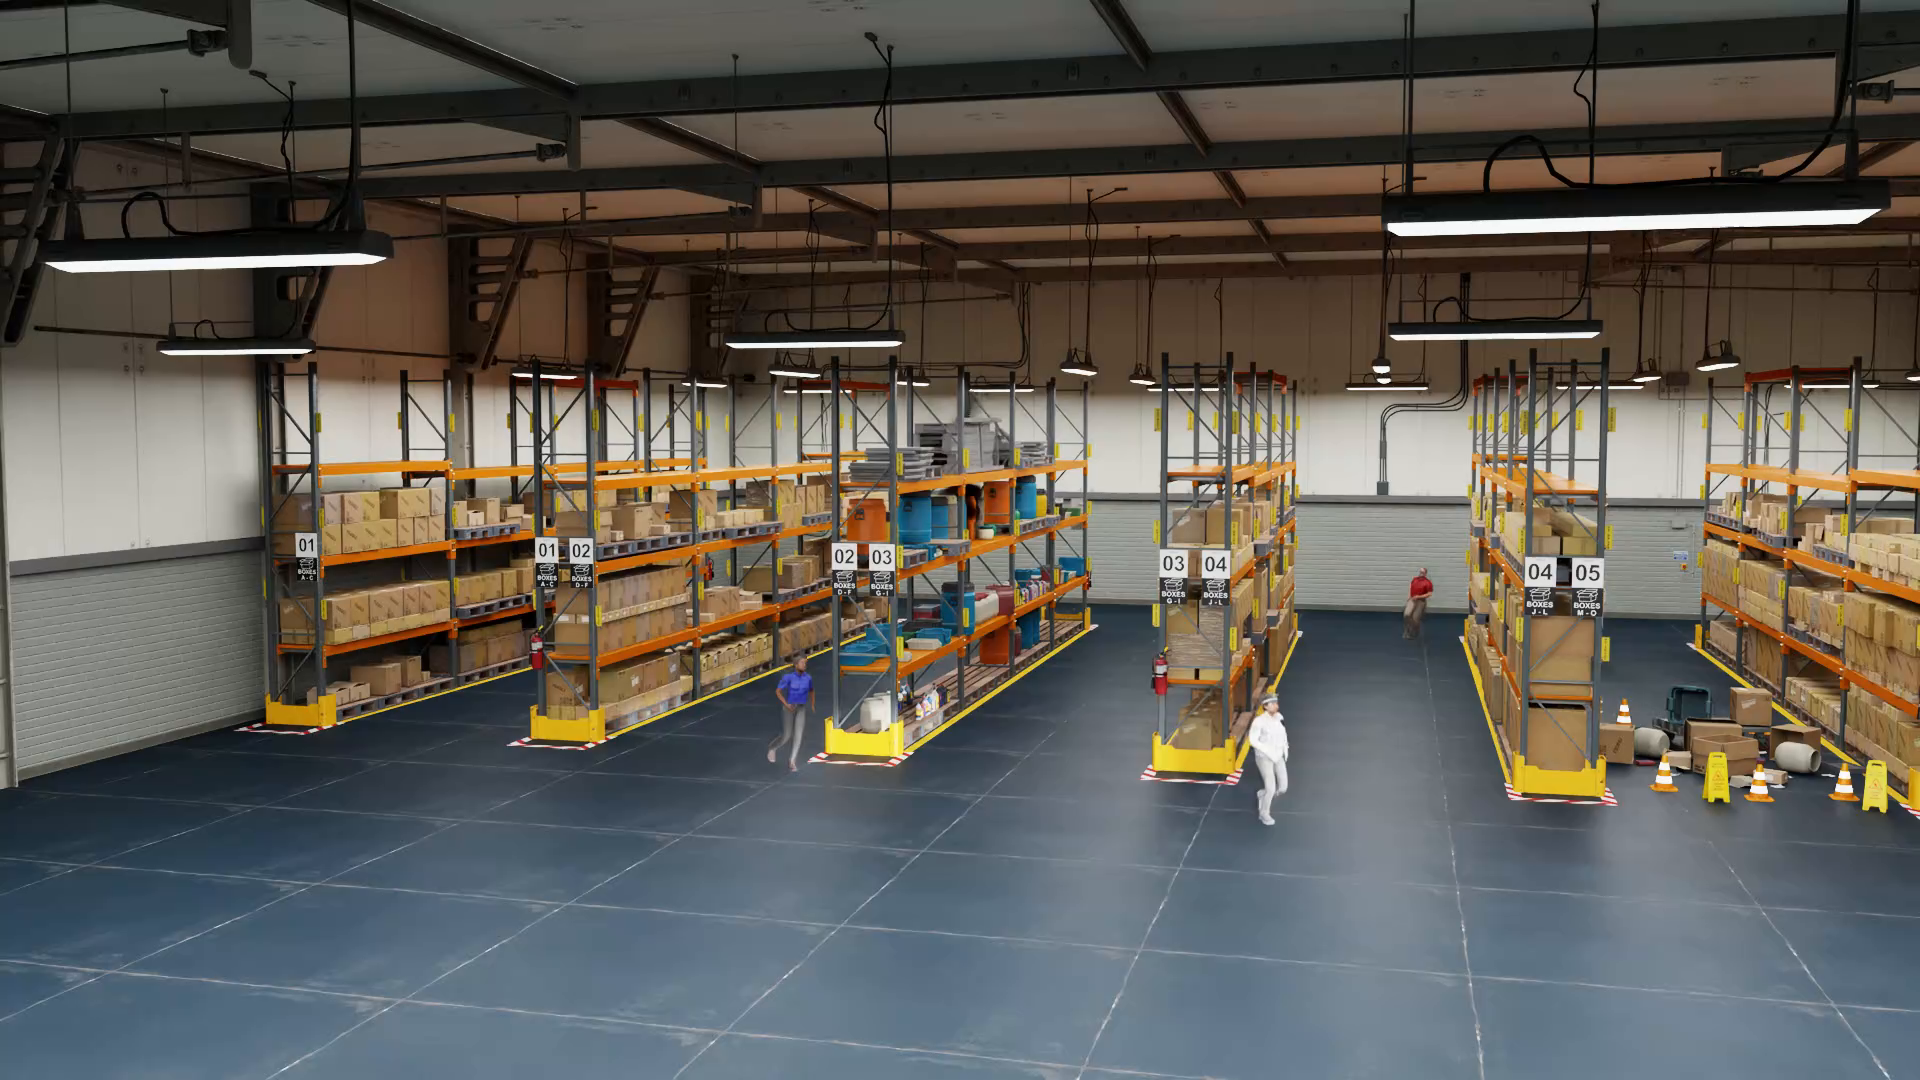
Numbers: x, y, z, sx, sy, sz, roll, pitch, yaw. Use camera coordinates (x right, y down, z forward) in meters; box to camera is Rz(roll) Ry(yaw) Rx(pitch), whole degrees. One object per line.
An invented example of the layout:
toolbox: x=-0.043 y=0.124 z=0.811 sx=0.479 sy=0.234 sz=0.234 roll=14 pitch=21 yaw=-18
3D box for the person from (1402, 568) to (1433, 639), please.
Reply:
person: x=10.528 y=1.461 z=38.244 sx=0.666 sy=1.659 sz=0.645 roll=3 pitch=5 yaw=40

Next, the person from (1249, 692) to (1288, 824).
person: x=3.889 y=2.716 z=20.844 sx=0.653 sy=1.656 sz=0.570 roll=-2 pitch=5 yaw=-31

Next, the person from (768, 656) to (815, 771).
person: x=-2.396 y=2.498 z=24.220 sx=0.663 sy=1.601 sz=0.730 roll=-2 pitch=5 yaw=-31

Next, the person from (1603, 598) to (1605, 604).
person: x=13.344 y=1.626 z=35.635 sx=0.714 sy=1.736 sz=0.616 roll=0 pitch=4 yaw=-6
